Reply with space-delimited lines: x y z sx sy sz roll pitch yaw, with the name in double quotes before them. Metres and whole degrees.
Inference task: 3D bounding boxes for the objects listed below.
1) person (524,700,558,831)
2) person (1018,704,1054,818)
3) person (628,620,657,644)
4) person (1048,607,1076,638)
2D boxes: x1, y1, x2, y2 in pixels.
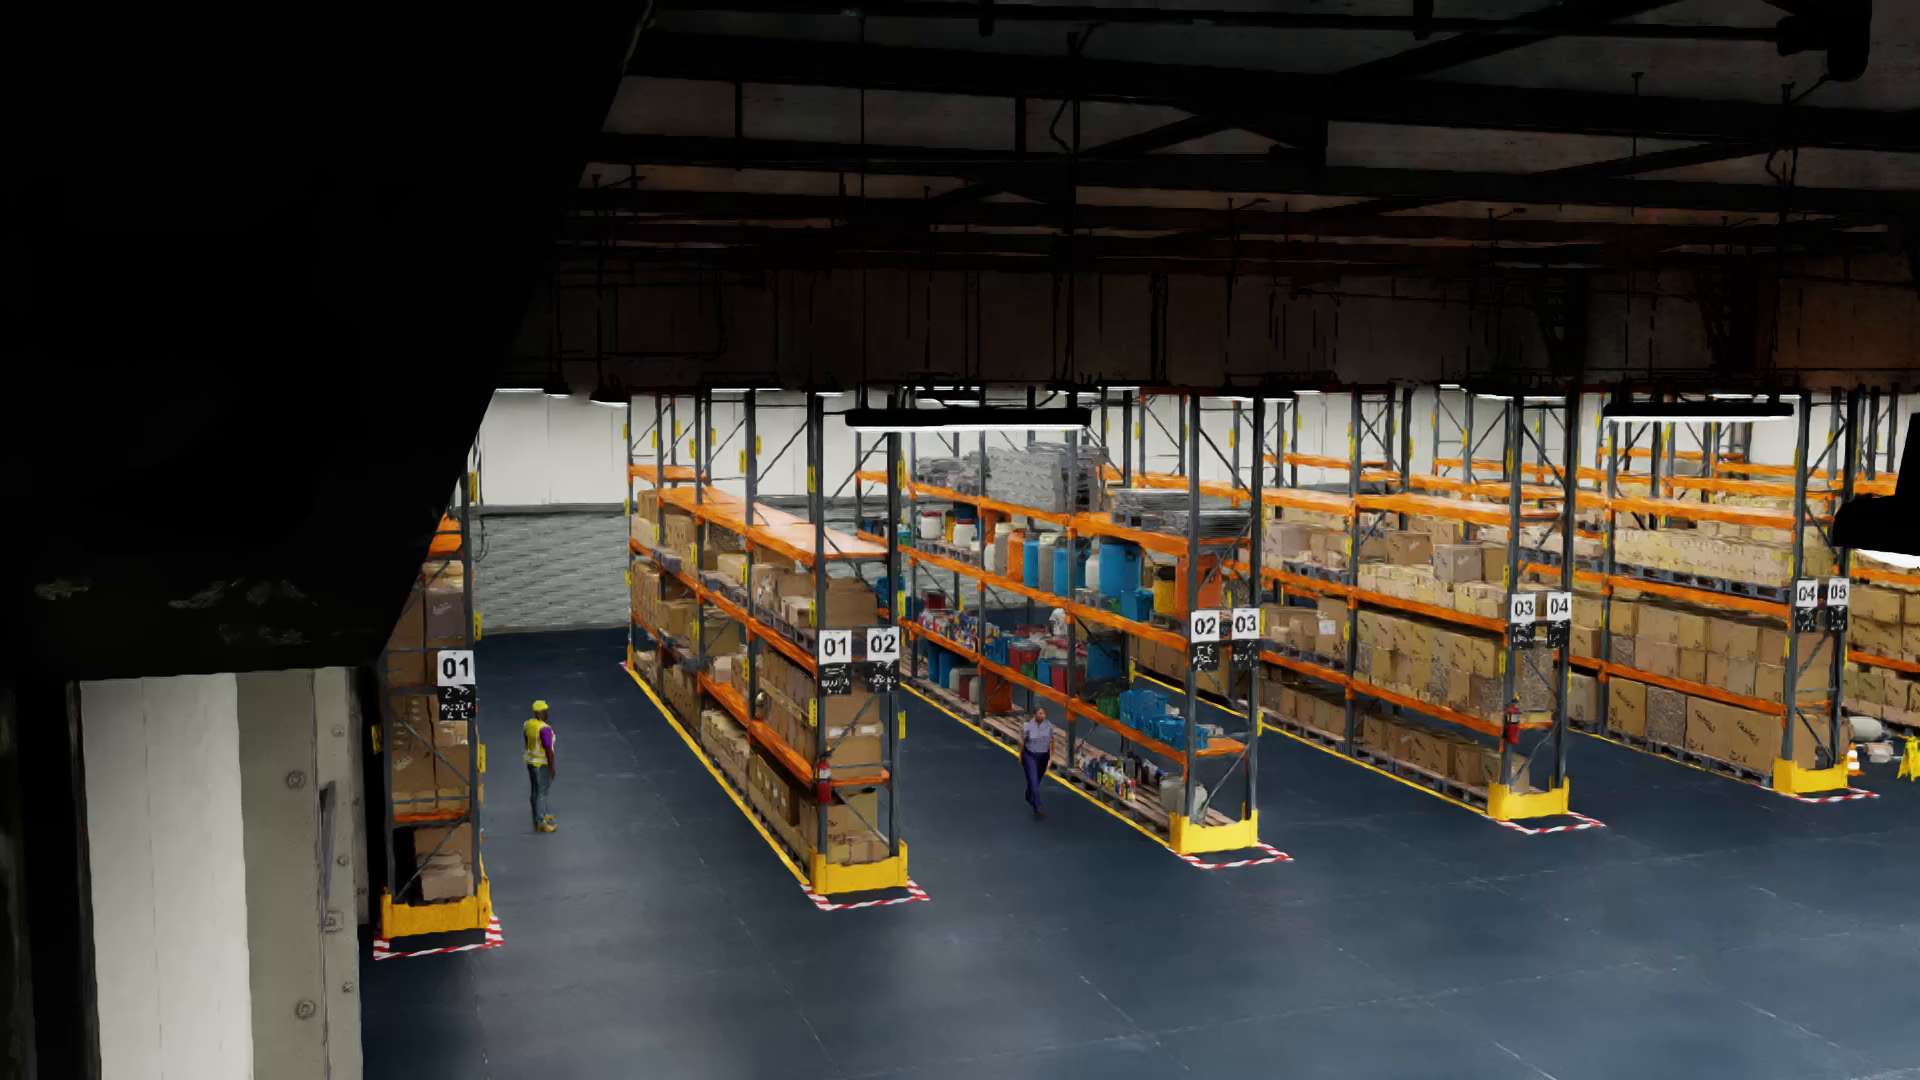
"person" -5.741 3.070 22.905 0.464 1.772 0.645 -6 8 -44
"person" 1.117 3.100 23.701 0.478 1.554 1.083 -2 6 -21
"person" -7.308 1.483 38.278 0.577 1.774 0.734 2 6 20
"person" 2.122 1.958 34.608 0.592 1.629 0.532 -2 6 -21
